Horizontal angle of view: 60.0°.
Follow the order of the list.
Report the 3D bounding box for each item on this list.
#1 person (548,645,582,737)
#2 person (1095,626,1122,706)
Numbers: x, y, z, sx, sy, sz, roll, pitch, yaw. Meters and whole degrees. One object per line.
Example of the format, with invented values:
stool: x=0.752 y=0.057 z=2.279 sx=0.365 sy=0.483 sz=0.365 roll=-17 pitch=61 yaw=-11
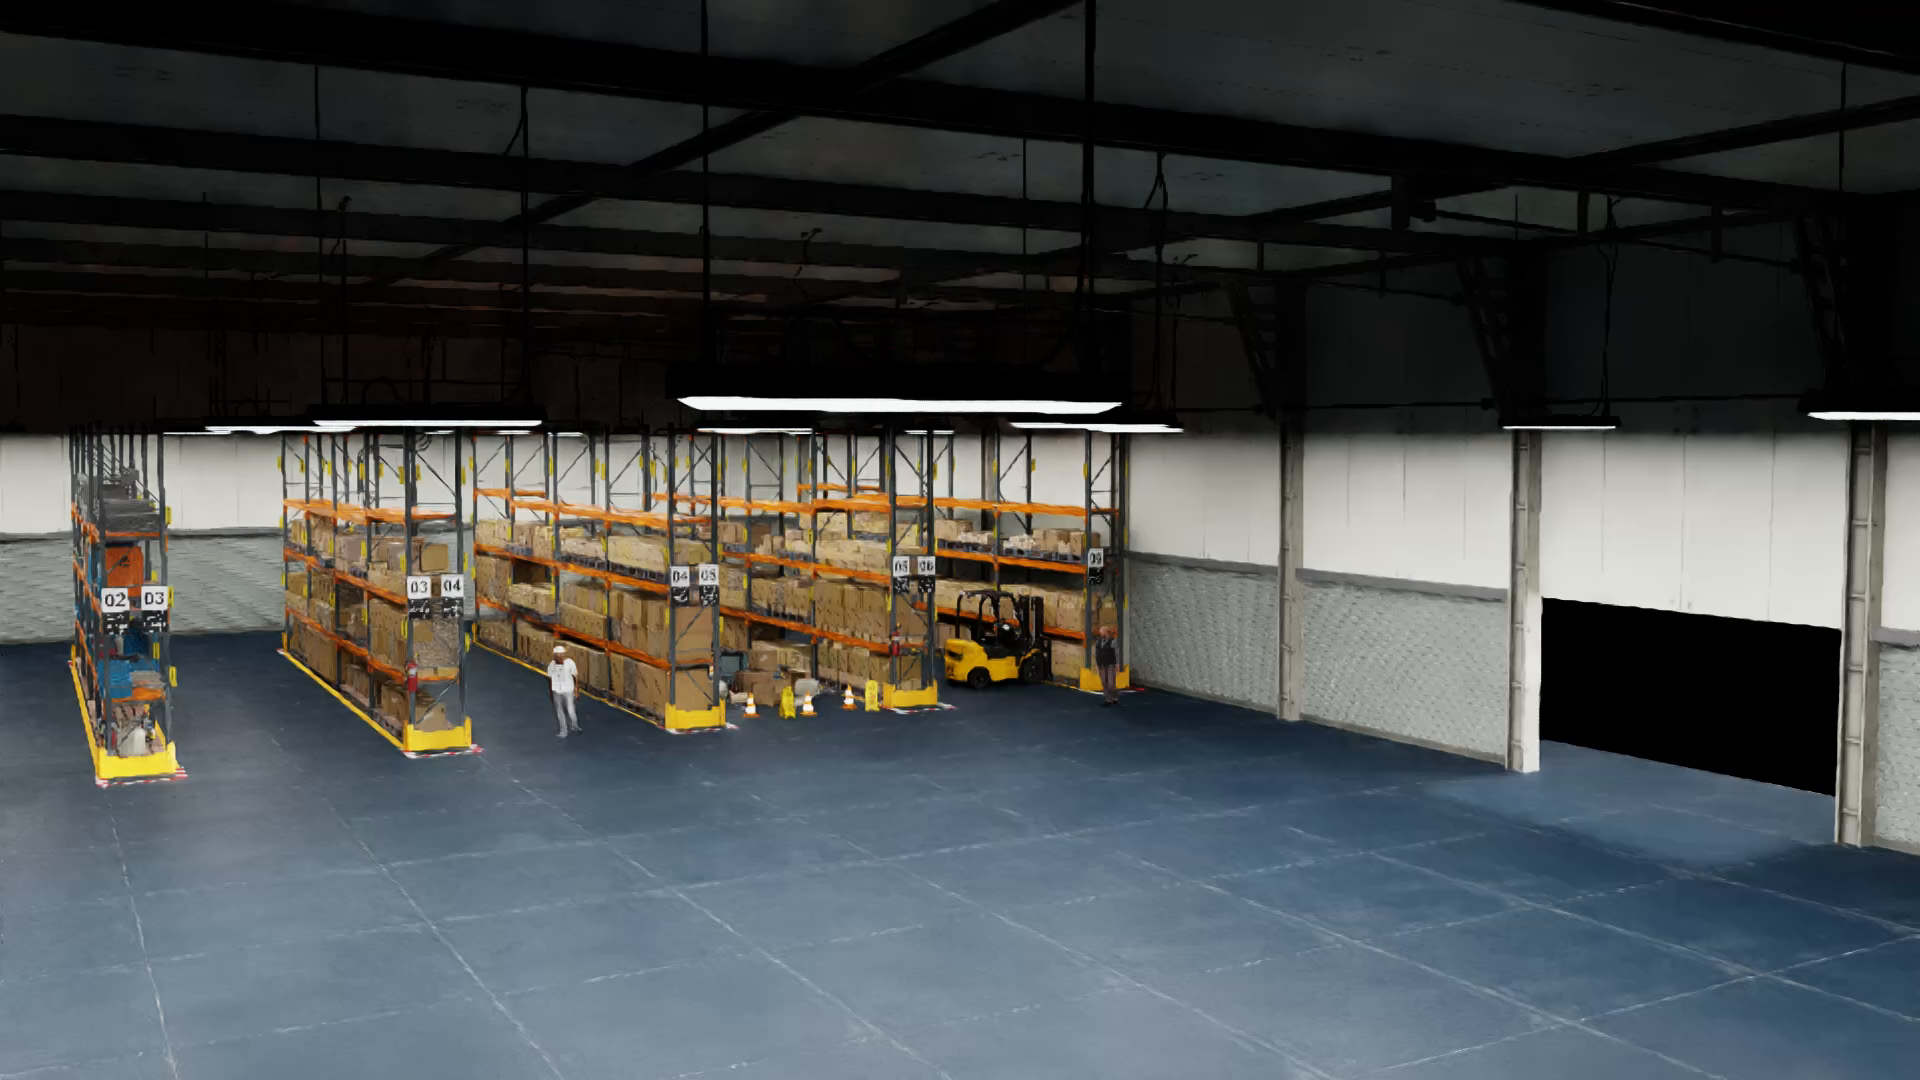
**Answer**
person: x=-7.586 y=2.880 z=31.884 sx=0.611 sy=1.753 sz=0.567 roll=0 pitch=4 yaw=6
person: x=3.143 y=2.673 z=35.300 sx=0.636 sy=1.714 sz=0.402 roll=2 pitch=4 yaw=32
